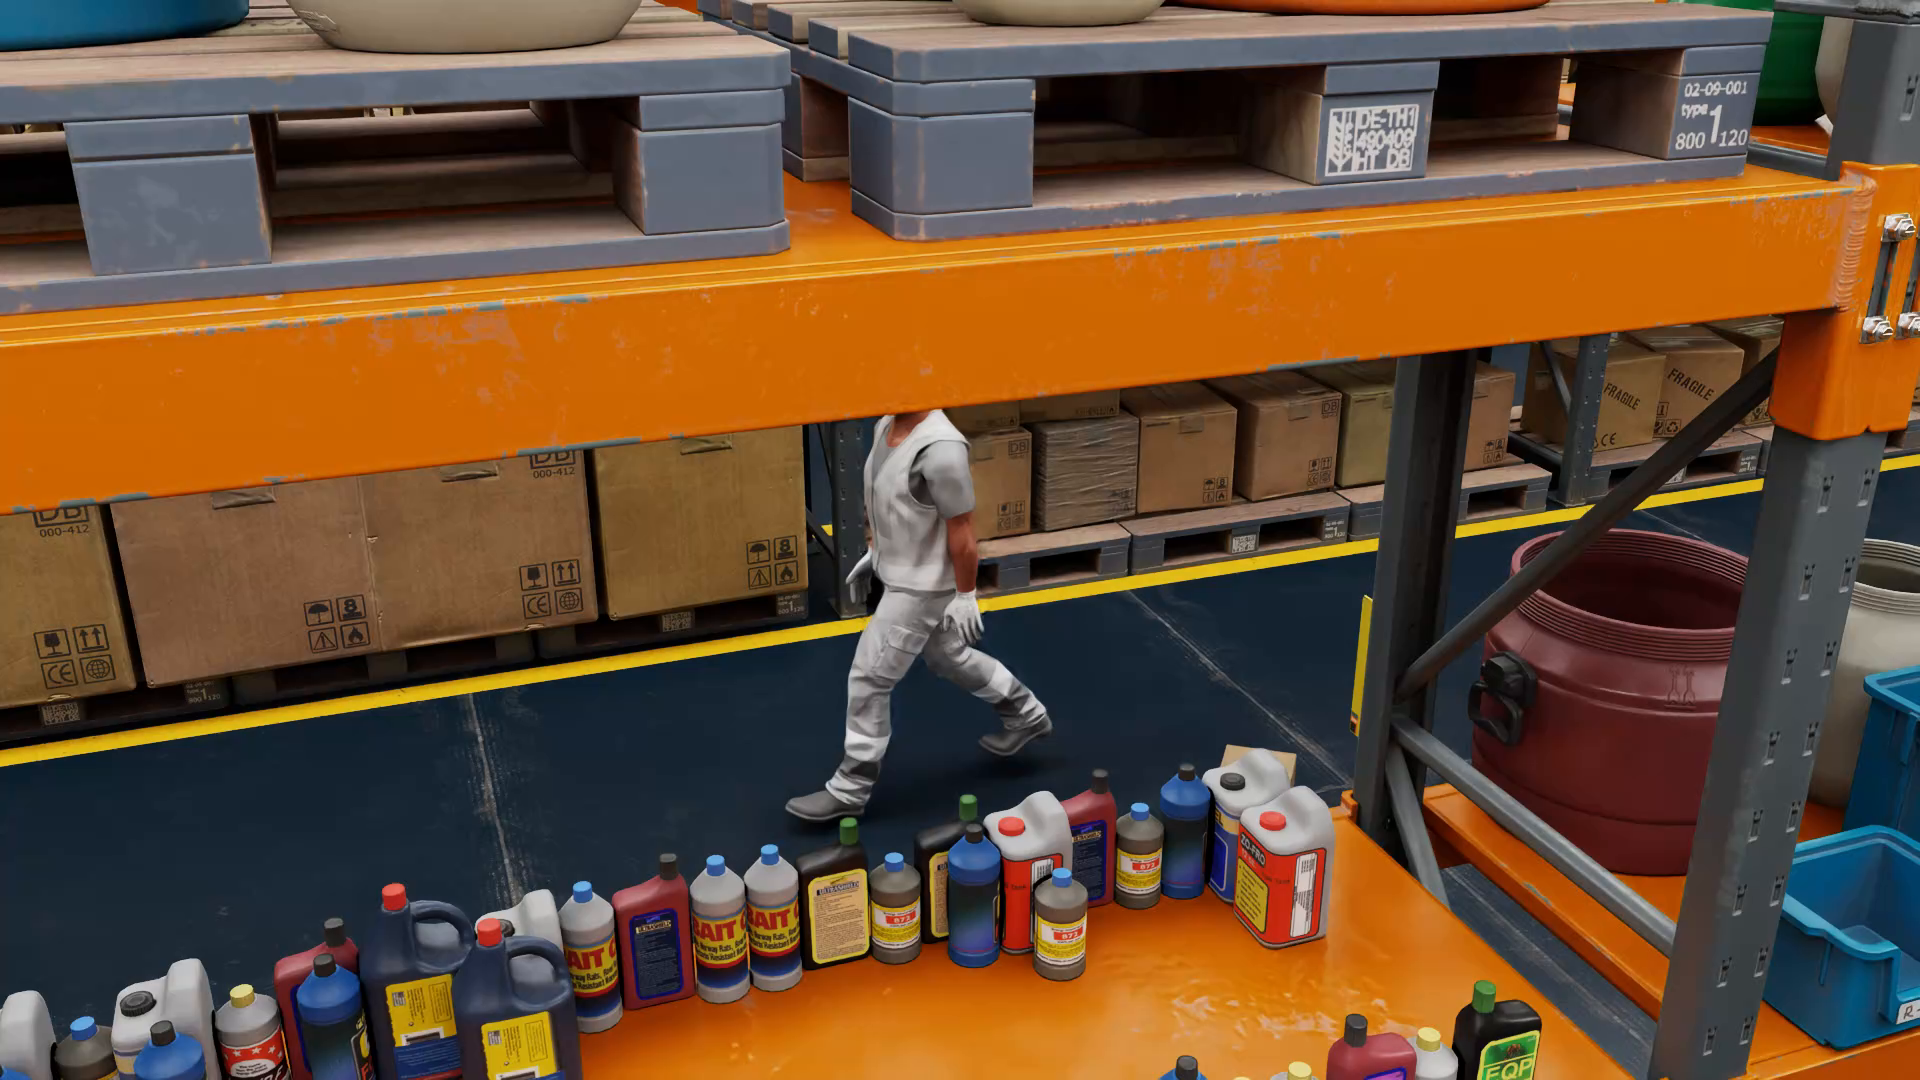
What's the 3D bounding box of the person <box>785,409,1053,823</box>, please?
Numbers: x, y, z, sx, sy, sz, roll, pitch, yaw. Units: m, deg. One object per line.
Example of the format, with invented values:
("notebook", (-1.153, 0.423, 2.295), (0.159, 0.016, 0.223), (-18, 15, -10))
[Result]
("person", (-0.136, 0.120, 5.790), (1.071, 1.748, 0.519), (-7, 23, -17))
